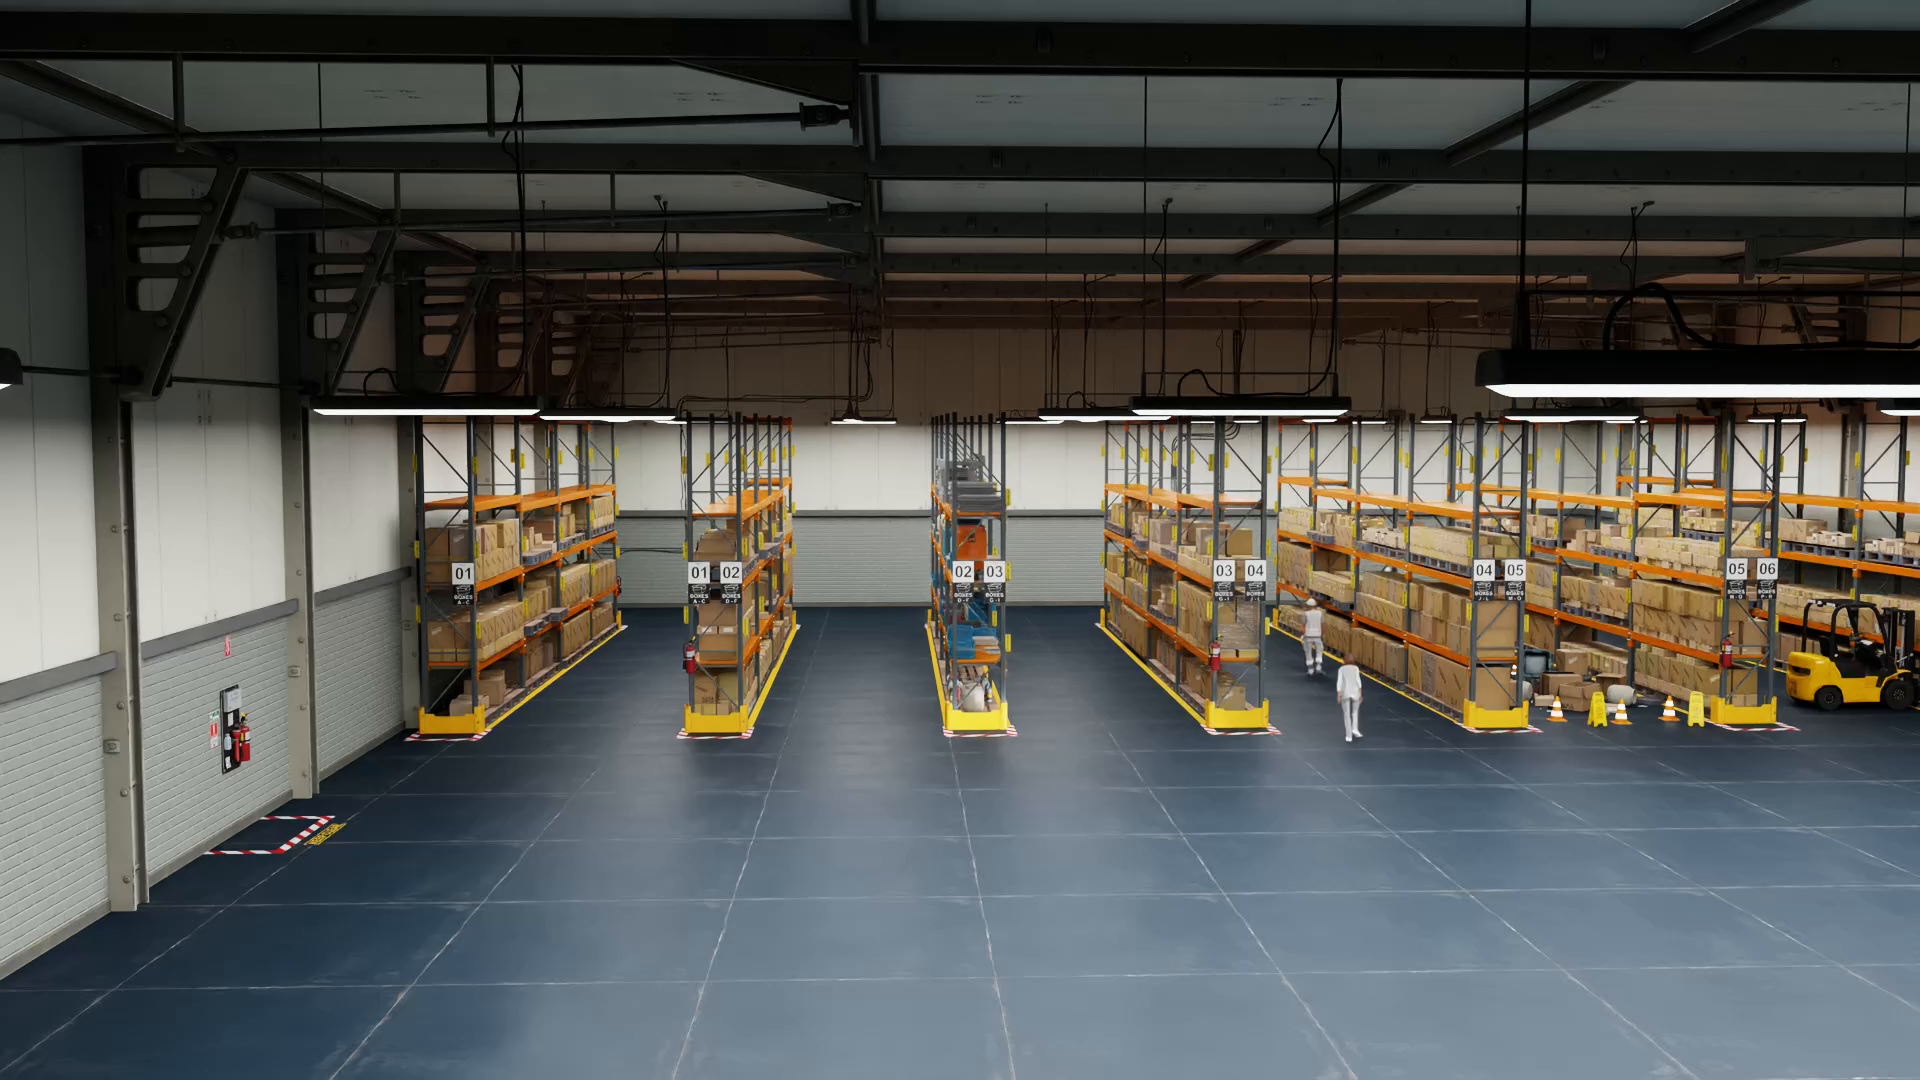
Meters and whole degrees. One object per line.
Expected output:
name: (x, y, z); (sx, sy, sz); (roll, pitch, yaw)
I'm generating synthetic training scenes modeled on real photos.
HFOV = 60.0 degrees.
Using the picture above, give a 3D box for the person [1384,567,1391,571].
person: (12.066, 1.634, 46.795); (0.540, 1.758, 0.529); (-3, 5, -40)

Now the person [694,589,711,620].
person: (-6.894, 1.834, 44.798); (0.618, 1.684, 0.727); (1, 4, 10)

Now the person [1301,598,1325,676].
person: (8.114, 2.237, 38.206); (0.573, 1.787, 0.551); (0, 4, -3)

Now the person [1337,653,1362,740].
person: (7.100, 2.860, 30.331); (0.455, 1.568, 0.468); (1, 4, 8)
